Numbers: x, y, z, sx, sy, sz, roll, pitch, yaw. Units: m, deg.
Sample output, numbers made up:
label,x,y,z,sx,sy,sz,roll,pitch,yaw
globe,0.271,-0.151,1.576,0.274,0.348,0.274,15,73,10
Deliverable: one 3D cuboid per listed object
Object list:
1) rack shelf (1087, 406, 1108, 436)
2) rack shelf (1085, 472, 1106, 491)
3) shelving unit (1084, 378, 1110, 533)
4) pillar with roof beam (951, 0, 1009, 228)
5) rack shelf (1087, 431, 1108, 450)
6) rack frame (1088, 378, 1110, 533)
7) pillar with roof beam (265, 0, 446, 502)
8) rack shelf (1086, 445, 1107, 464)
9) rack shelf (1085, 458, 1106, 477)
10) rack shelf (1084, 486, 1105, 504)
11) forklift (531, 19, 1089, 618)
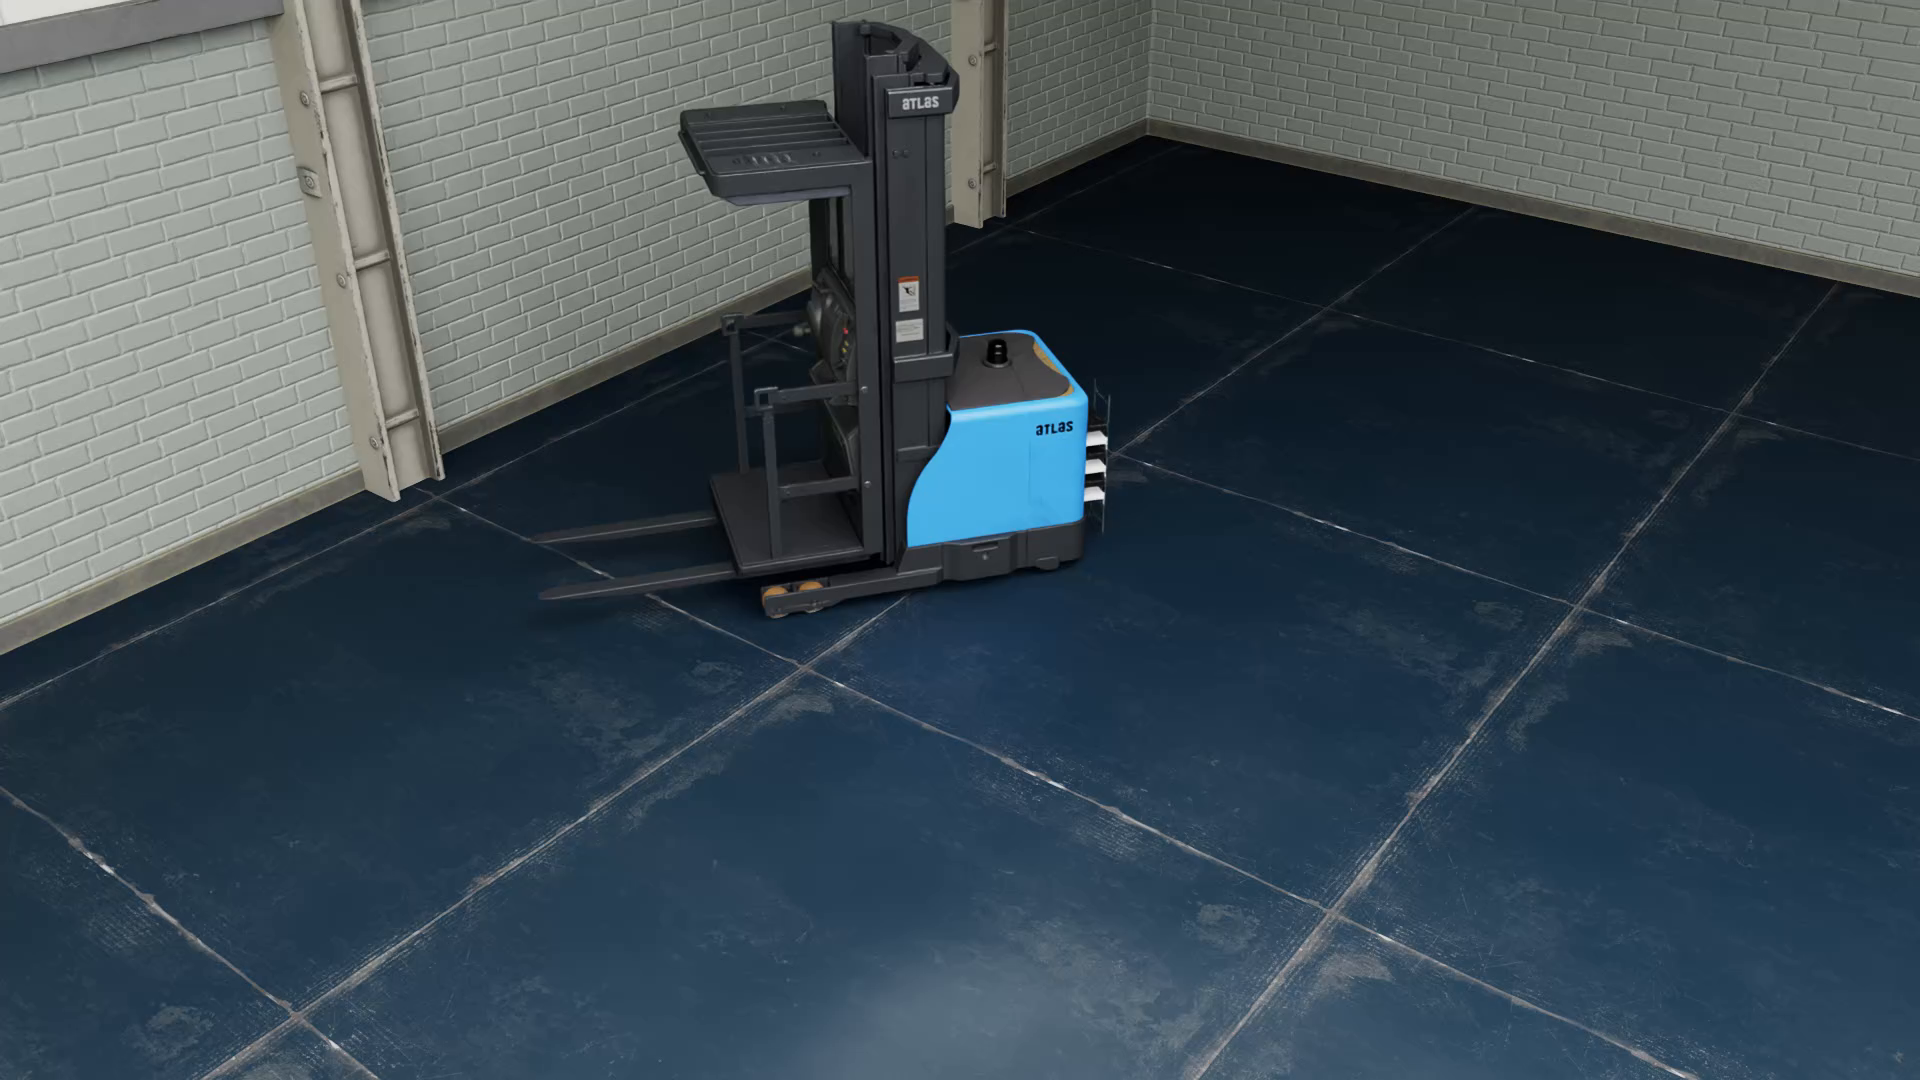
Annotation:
label,x,y,z,sx,sy,sz,roll,pitch,yaw
rack shelf,0.712,-0.674,9.540,0.200,0.077,0.258,-9,32,-14
rack shelf,0.712,-0.364,9.724,0.200,0.077,0.258,-9,32,-14
shelving unit,0.712,-0.470,9.661,0.210,0.900,0.258,-9,32,-14
pillar with roof beam,3.596,-5.344,9.940,9.100,9.000,0.400,21,37,31
rack shelf,0.712,-0.596,9.586,0.200,0.077,0.258,-9,32,-14
rack frame,0.809,-0.485,9.686,0.006,0.900,0.240,-9,32,-14
pillar with roof beam,-0.026,-2.905,5.825,9.100,9.000,0.400,21,37,31
rack shelf,0.712,-0.519,9.632,0.200,0.077,0.258,-9,32,-14
rack shelf,0.712,-0.442,9.678,0.200,0.077,0.258,-9,32,-14
rack shelf,0.712,-0.287,9.770,0.200,0.077,0.258,-9,32,-14
forklift,-0.864,-1.138,8.796,3.031,2.935,1.130,-9,32,-14
